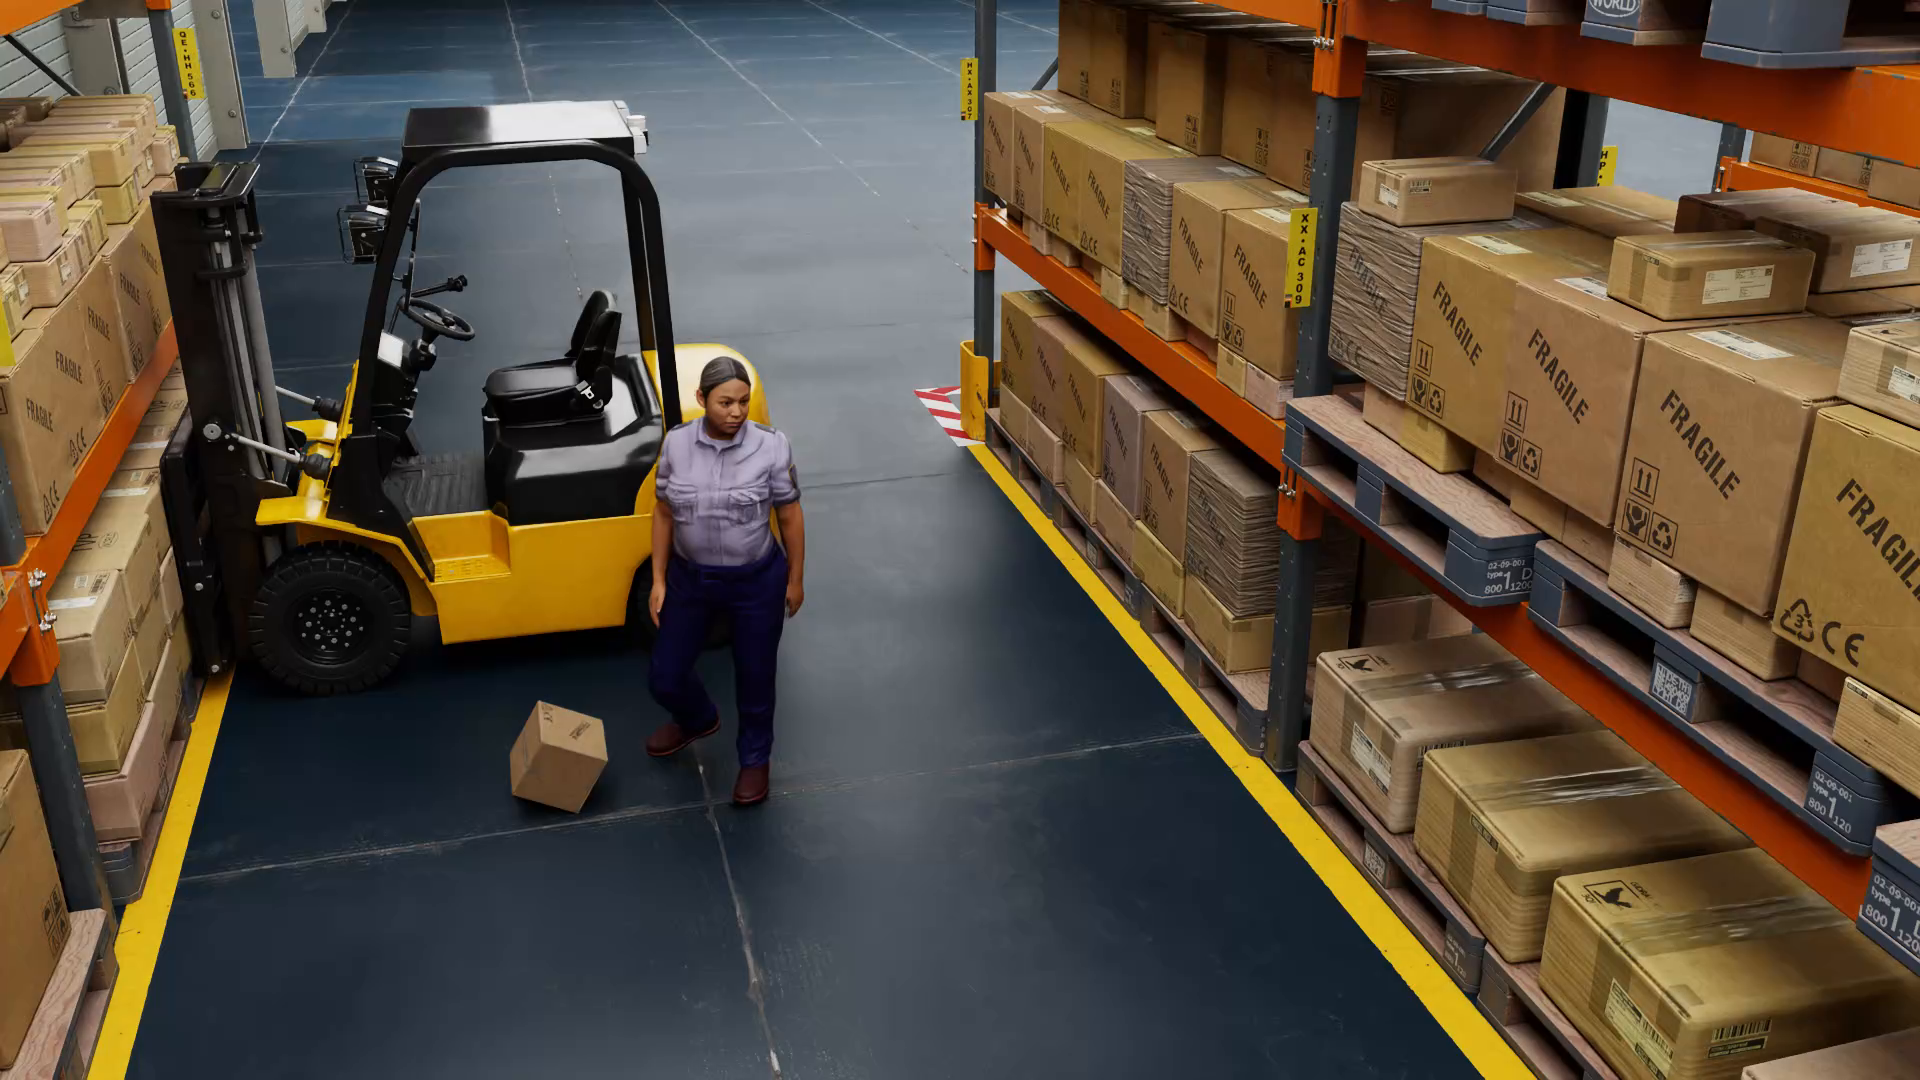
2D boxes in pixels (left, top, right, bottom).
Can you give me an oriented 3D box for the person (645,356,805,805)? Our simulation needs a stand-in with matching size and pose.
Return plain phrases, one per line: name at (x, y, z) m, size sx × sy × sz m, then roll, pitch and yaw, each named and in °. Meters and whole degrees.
person at (-0.857, 0.132, 5.763) m, size 0.663 × 1.642 × 0.461 m, roll 3°, pitch 23°, yaw 7°
